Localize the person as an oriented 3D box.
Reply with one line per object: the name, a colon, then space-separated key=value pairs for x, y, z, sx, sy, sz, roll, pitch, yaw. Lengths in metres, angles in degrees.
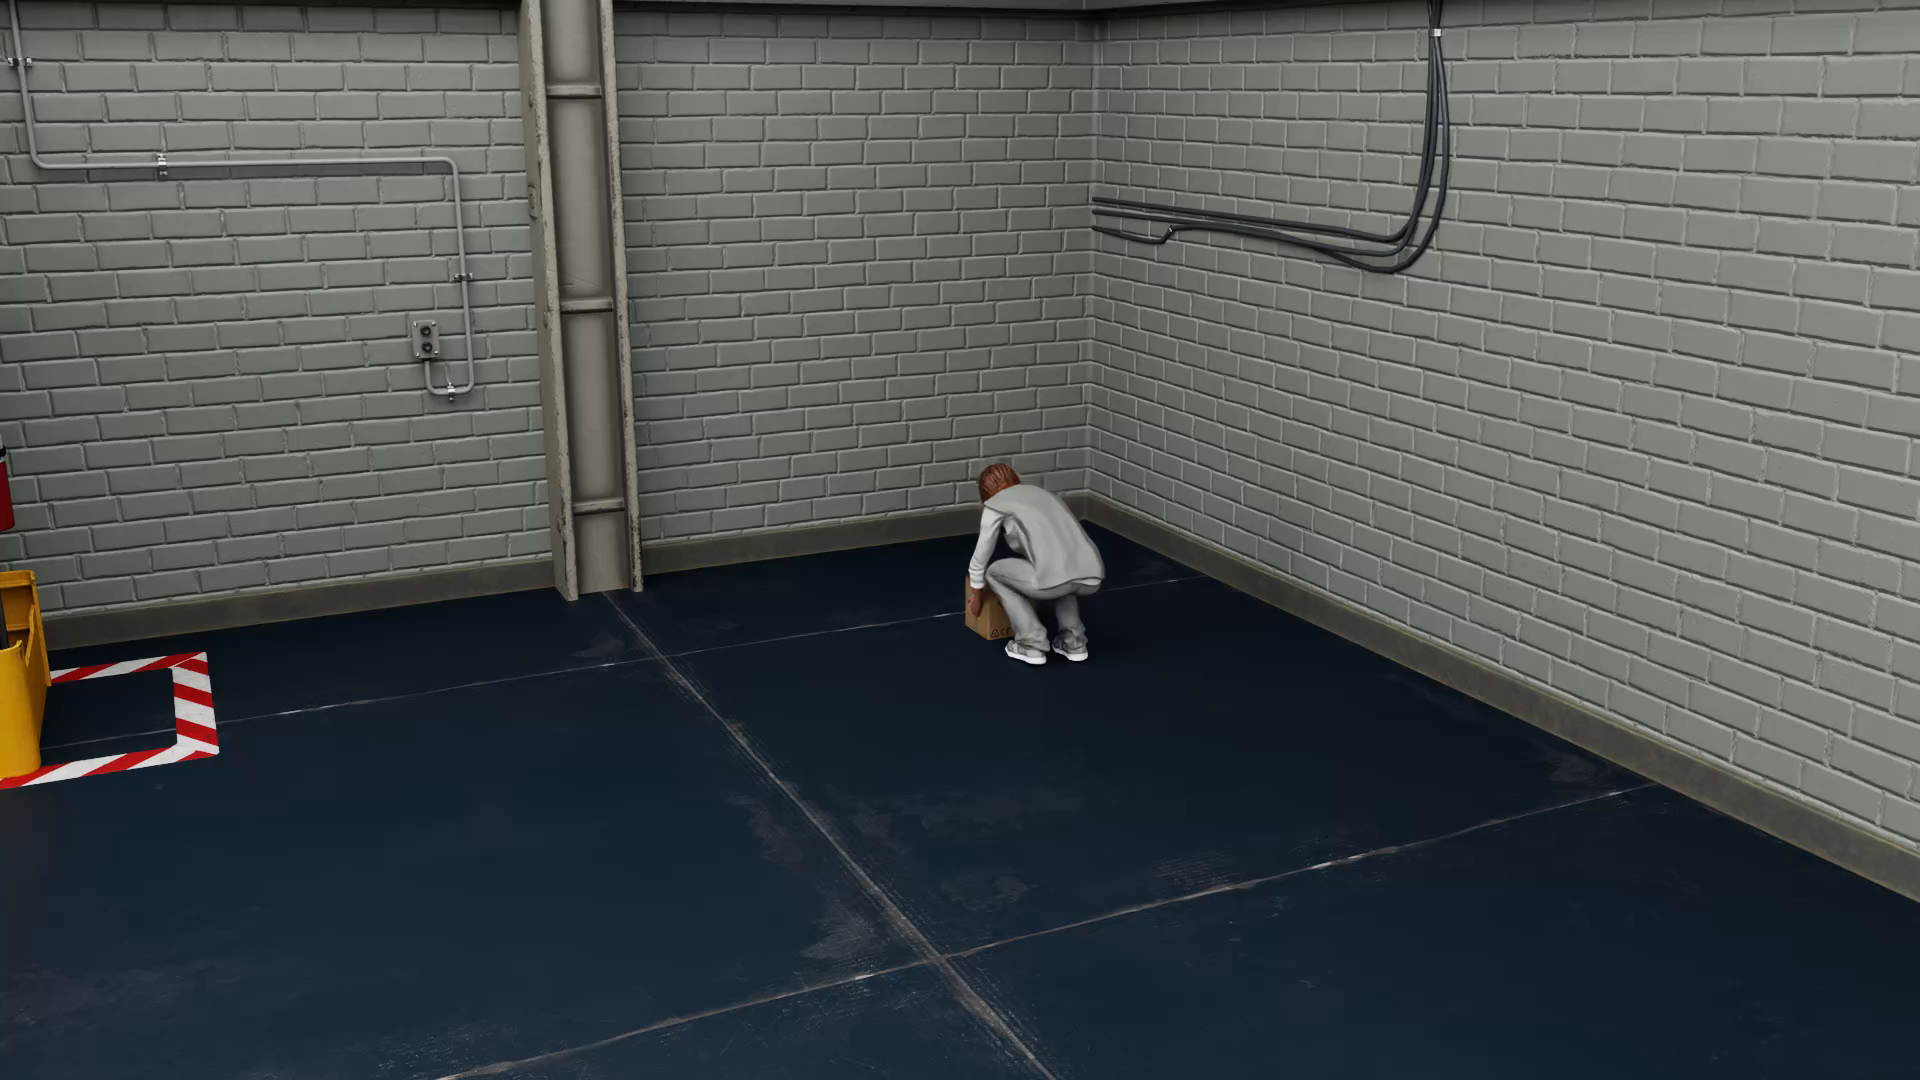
person: x=0.340 y=0.117 z=7.553 sx=0.443 sy=0.835 sz=0.803 roll=-7 pitch=17 yaw=-25
